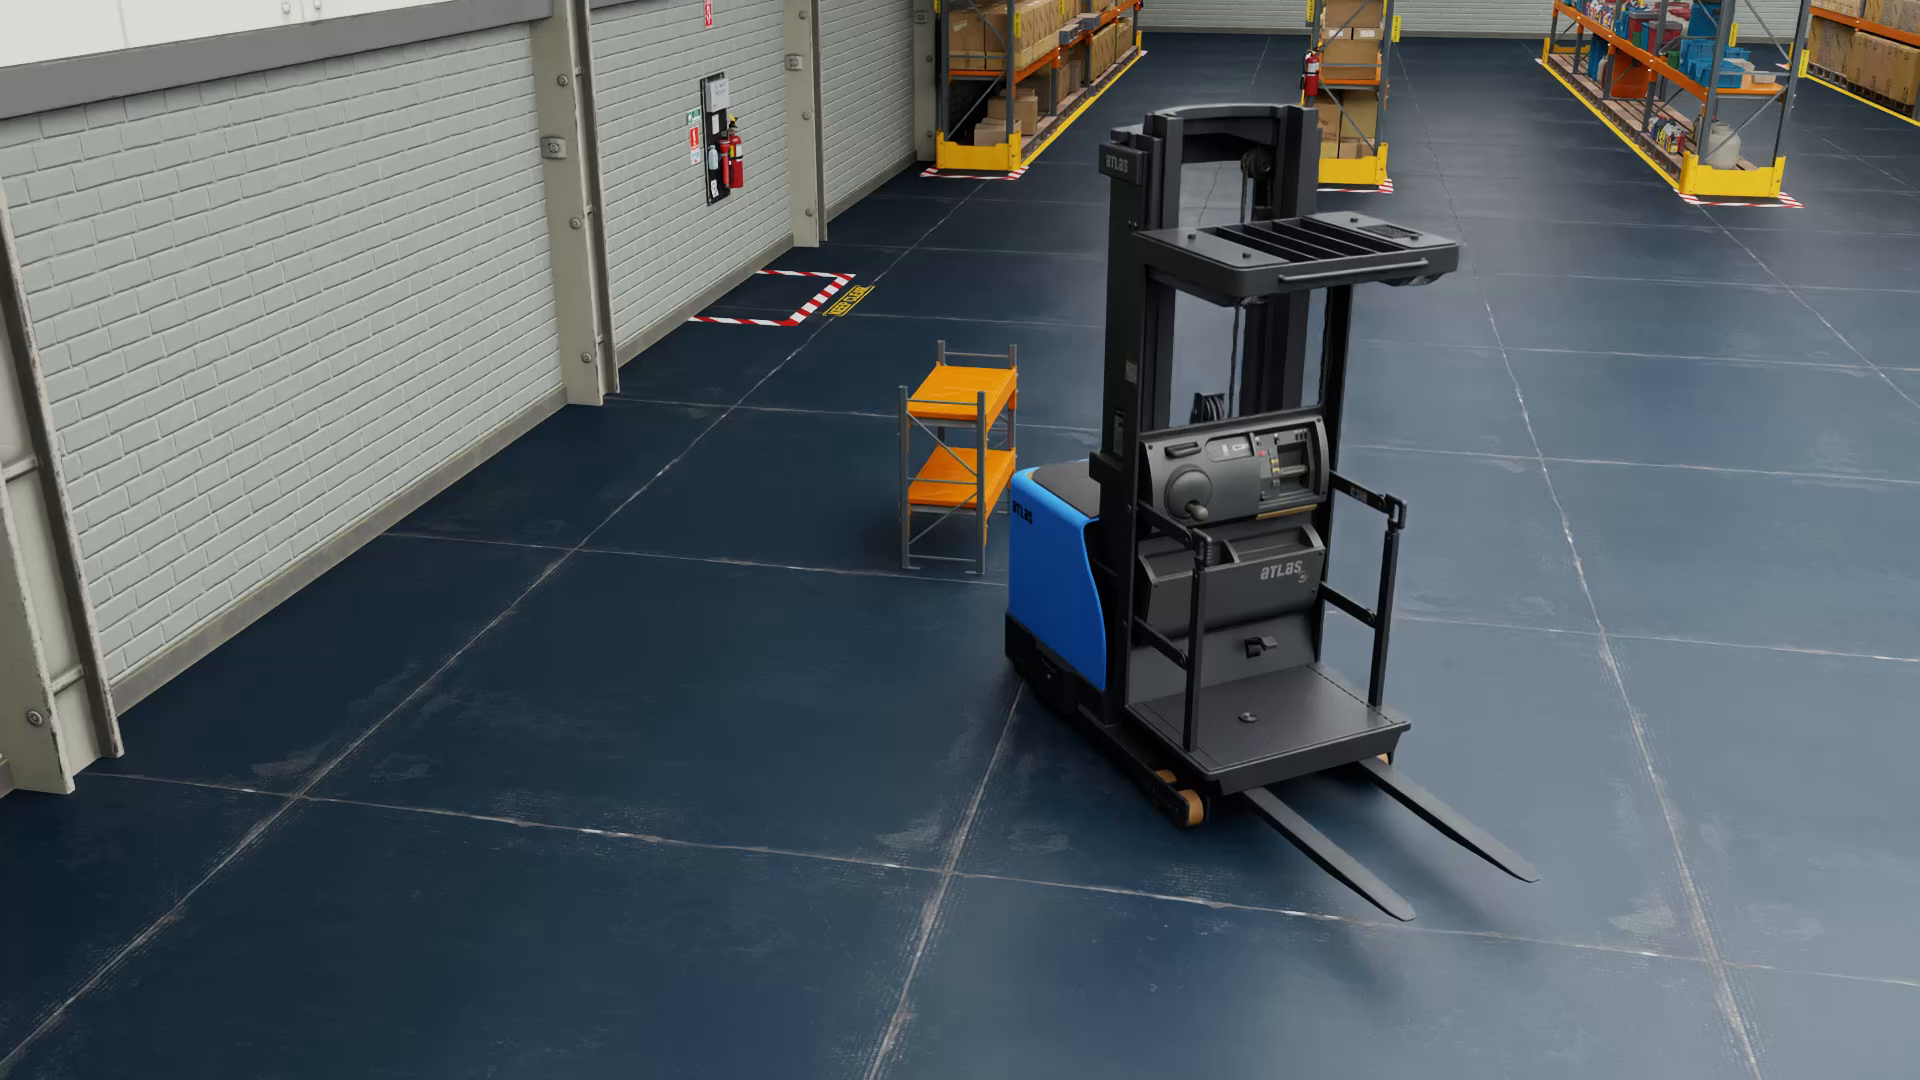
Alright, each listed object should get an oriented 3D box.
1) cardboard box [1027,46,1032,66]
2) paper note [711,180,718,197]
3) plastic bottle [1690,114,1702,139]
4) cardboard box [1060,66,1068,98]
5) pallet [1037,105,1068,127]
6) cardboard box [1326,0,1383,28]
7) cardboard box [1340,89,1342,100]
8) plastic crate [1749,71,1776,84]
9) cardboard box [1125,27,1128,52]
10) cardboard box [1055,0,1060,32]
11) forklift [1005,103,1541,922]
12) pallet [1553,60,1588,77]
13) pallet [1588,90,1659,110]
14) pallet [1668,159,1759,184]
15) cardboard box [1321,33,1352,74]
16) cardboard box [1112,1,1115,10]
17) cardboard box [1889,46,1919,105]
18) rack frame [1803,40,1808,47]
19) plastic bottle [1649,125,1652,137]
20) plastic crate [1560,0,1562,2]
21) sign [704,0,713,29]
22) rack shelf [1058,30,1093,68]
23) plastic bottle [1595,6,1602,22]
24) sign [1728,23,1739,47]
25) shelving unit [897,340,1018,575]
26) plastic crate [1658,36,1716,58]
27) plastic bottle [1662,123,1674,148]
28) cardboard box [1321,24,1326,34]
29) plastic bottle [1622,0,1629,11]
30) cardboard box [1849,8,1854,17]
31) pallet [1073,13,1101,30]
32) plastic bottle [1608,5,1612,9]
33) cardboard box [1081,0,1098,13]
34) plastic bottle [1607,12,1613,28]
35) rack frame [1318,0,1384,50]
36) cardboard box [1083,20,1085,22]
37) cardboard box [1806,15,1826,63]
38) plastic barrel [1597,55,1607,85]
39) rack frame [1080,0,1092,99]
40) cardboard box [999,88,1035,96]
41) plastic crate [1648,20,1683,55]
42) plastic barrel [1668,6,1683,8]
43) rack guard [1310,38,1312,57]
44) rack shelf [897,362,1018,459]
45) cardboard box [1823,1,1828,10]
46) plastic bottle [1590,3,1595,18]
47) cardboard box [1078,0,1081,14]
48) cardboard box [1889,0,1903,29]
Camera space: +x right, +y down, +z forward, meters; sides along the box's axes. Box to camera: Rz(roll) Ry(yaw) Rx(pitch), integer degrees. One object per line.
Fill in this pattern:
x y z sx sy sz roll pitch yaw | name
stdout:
0.743 -6.873 23.578 0.500 0.250 0.500 4 22 9 | cardboard box
-2.333 -3.347 15.828 0.016 0.148 0.142 4 22 11 | paper note
10.765 -6.025 24.254 0.144 0.351 0.185 4 22 11 | plastic bottle
1.484 -7.928 28.780 0.700 0.500 0.500 4 22 11 | cardboard box
1.214 -7.042 27.557 1.003 0.211 1.213 4 22 11 | pallet
5.209 -7.049 21.971 0.700 0.500 0.500 5 22 11 | cardboard box
5.814 -6.391 24.321 0.500 0.500 0.500 4 22 11 | cardboard box
10.436 -6.013 21.622 0.298 0.136 0.250 4 22 11 | plastic crate
3.256 -10.844 36.049 0.700 0.500 0.500 4 22 9 | cardboard box
1.263 -8.142 25.725 0.500 0.500 0.500 4 22 11 | cardboard box
1.320 -0.292 7.156 1.130 2.935 3.031 -10 24 -23 | forklift
12.746 -9.647 34.026 1.003 0.211 1.213 4 22 11 | pallet
11.691 -7.757 29.331 1.003 0.211 1.213 4 22 11 | pallet
10.079 -4.868 22.157 1.003 0.211 1.213 4 22 11 | pallet
5.301 -6.620 22.643 0.700 0.500 0.500 5 22 12 | cardboard box
2.869 -10.630 33.043 0.380 0.149 0.250 5 22 12 | cardboard box
16.581 -7.841 28.090 1.225 0.875 0.875 3 22 8 | cardboard box
18.052 -11.307 34.413 1.000 3.000 0.127 4 22 11 | rack frame
10.219 -6.044 24.503 0.097 0.201 0.097 0 22 0 | plastic bottle
12.697 -11.329 34.611 0.416 0.233 0.300 4 22 11 | plastic crate
-2.329 -4.895 15.389 0.001 0.298 0.199 4 22 11 | sign
1.465 -8.449 28.279 1.077 0.370 4.000 4 22 11 | rack shelf
11.684 -9.600 30.342 0.152 0.276 0.135 4 22 11 | plastic bottle
11.291 -7.378 24.288 0.100 0.325 0.005 4 22 11 | sign
0.001 -0.524 10.150 0.538 1.125 1.048 4 22 11 | shelving unit
10.524 -7.085 24.014 0.767 0.338 0.504 4 22 11 | plastic crate
10.021 -5.715 23.486 0.144 0.351 0.185 5 23 13 | plastic bottle
5.034 -6.809 22.243 0.380 0.149 0.250 5 22 12 | cardboard box
12.379 -9.849 30.858 0.144 0.351 0.185 4 22 11 | plastic bottle
17.030 -9.958 31.401 0.380 0.149 0.250 5 22 12 | cardboard box
1.832 -9.156 29.330 1.213 0.211 1.003 4 22 11 | pallet
11.880 -9.674 30.524 0.152 0.276 0.135 4 22 11 | plastic bottle
2.222 -9.866 30.276 0.500 0.500 0.500 5 22 13 | cardboard box
11.364 -9.076 29.046 0.097 0.271 0.097 0 22 0 | plastic bottle
5.907 -7.675 25.395 1.000 3.000 0.127 4 22 11 | rack frame
2.167 -9.509 30.260 0.380 0.149 0.250 4 22 10 | cardboard box
18.000 -10.276 34.135 0.875 0.875 0.875 4 22 11 | cardboard box
11.913 -8.606 30.475 0.421 0.512 0.421 0 22 0 | plastic barrel
1.873 -9.514 29.961 1.000 3.000 0.127 4 22 11 | rack frame
0.884 -6.713 25.764 0.500 0.500 0.500 3 22 7 | cardboard box
10.554 -7.526 24.939 0.402 0.464 0.583 4 22 11 | plastic crate
11.570 -8.418 27.091 0.421 0.512 0.421 0 22 0 | plastic barrel
8.340 -10.876 36.690 1.175 0.500 0.348 4 22 11 | rack guard
0.001 -0.796 10.040 0.538 0.278 1.000 4 22 11 | rack shelf
17.397 -10.615 33.032 0.380 0.149 0.250 4 22 10 | cardboard box
11.795 -9.847 30.962 0.097 0.271 0.097 0 22 0 | plastic bottle
1.787 -9.592 29.432 0.700 0.500 0.500 2 22 5 | cardboard box
16.593 -9.185 29.011 0.500 0.500 0.500 5 22 12 | cardboard box
